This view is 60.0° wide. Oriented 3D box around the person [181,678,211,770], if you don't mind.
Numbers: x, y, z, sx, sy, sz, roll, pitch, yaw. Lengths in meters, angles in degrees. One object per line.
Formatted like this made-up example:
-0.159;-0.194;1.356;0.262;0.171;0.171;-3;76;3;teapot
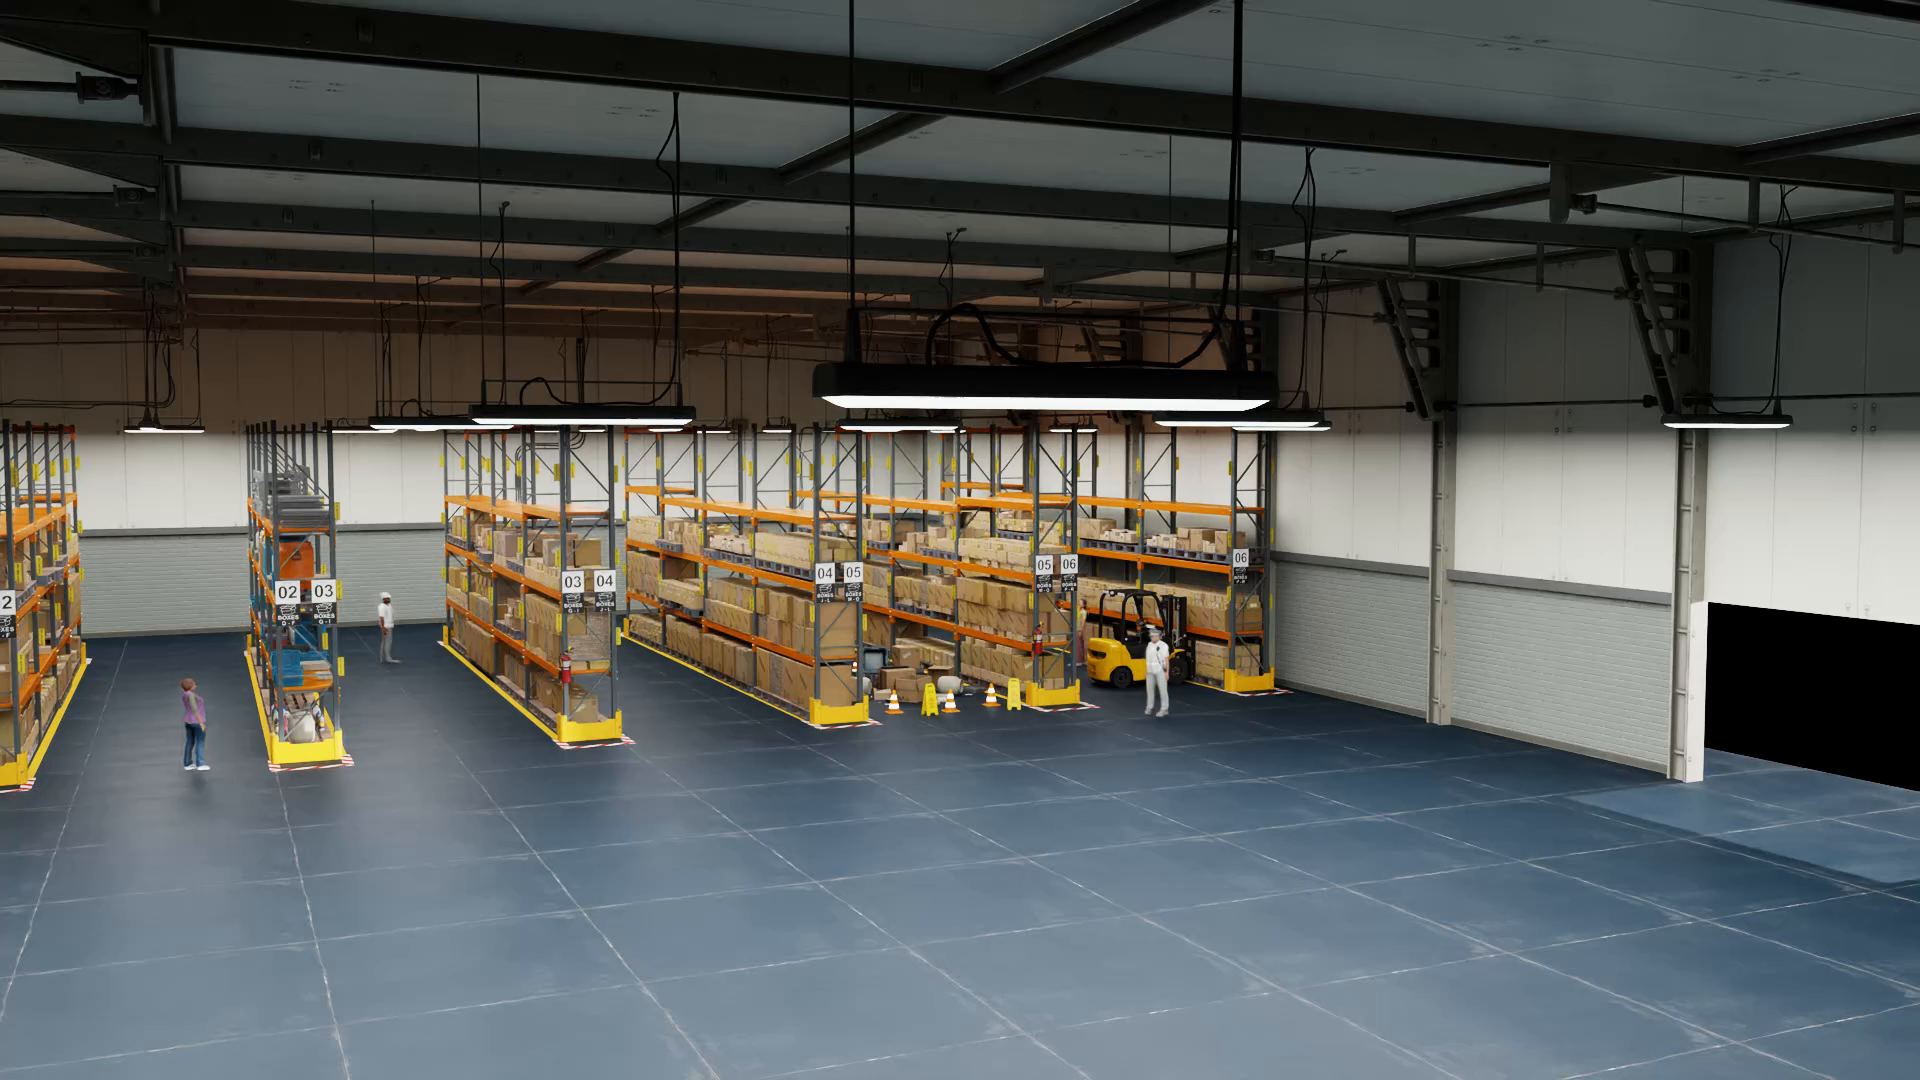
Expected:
-13.050;3.142;28.406;0.469;1.590;0.378;2;4;31;person

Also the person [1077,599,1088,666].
2.973;2.302;41.578;0.416;1.657;0.513;0;4;5;person

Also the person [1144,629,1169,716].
4.015;2.709;34.142;0.569;1.754;0.448;3;5;40;person

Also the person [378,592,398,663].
-14.488;2.207;42.147;0.457;1.774;0.595;-1;4;-16;person

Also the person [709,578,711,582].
-6.914;1.895;46.884;0.515;1.659;0.570;-2;4;-26;person
